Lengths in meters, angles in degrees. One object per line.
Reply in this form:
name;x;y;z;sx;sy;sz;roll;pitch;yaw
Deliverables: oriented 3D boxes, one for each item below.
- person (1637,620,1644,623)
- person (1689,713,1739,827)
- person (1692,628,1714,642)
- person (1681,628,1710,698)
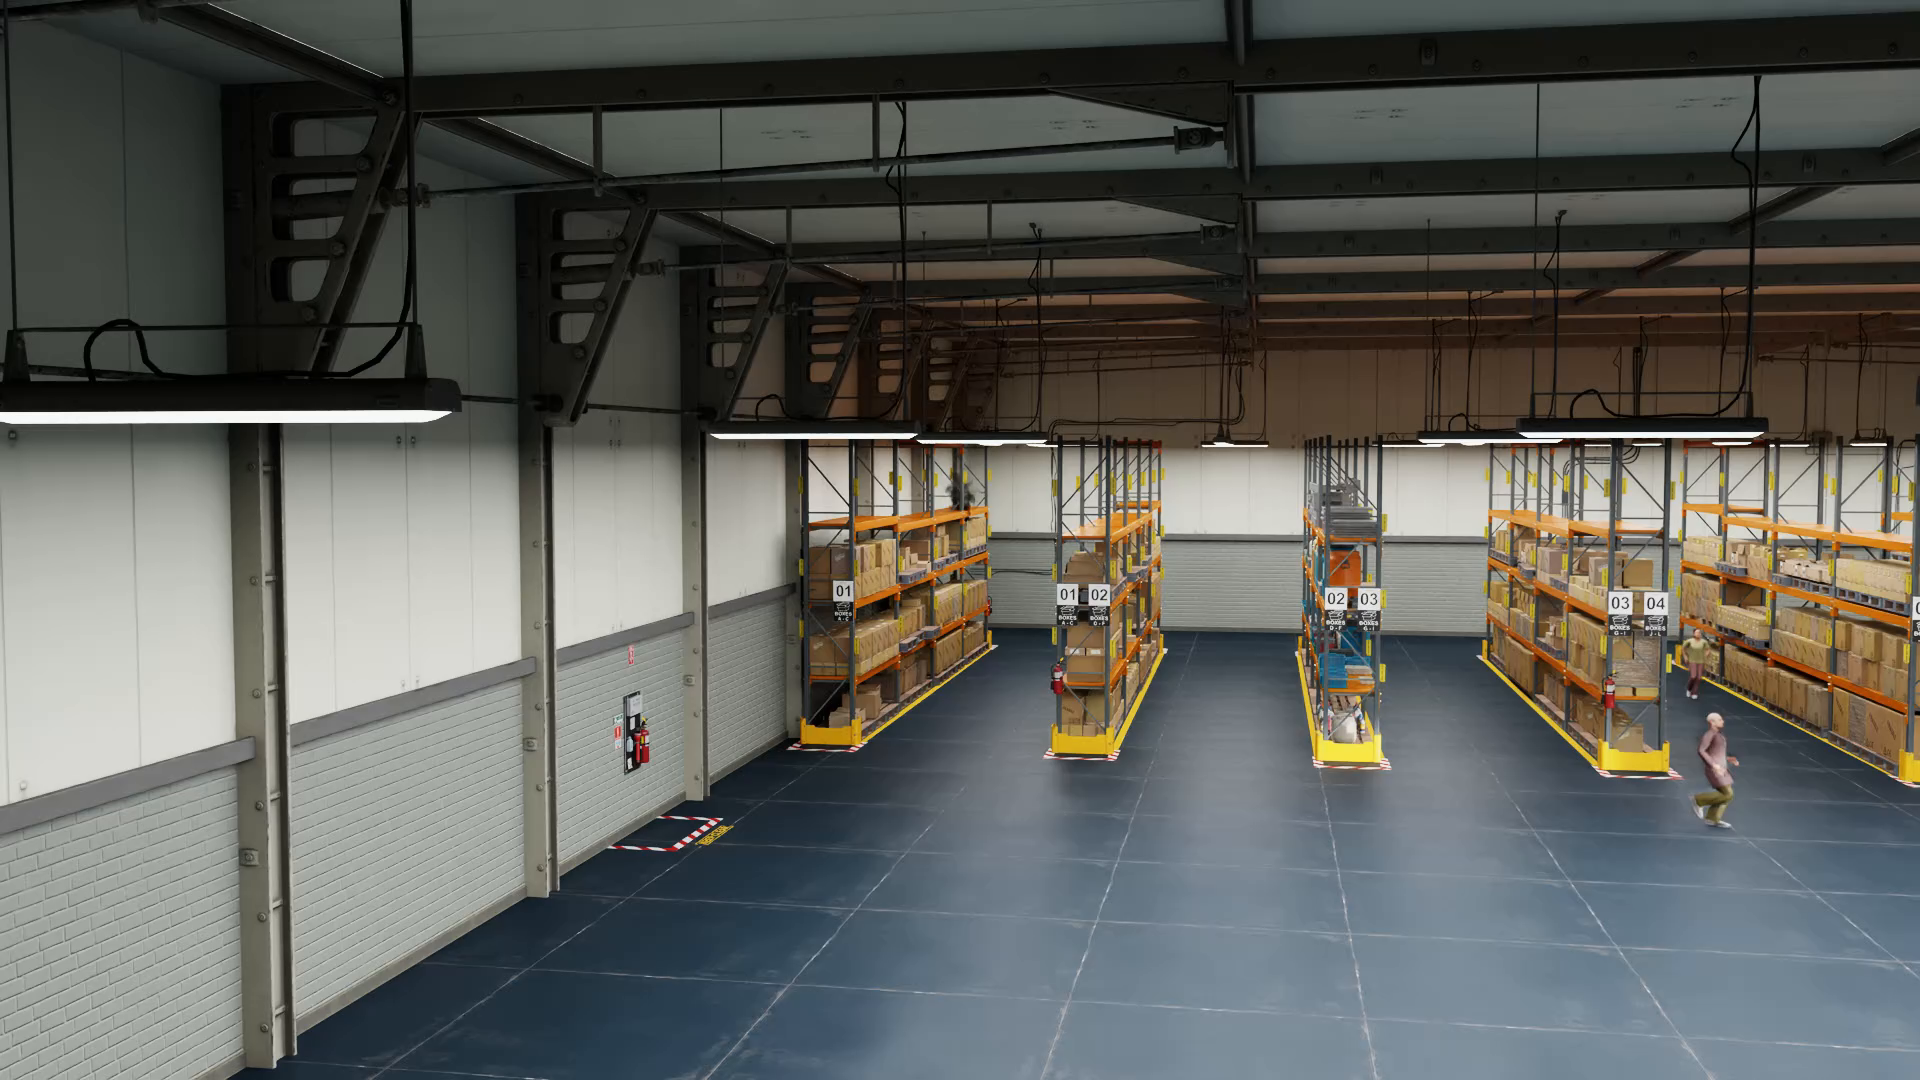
person;18.085;2.420;44.854;0.778;1.793;0.793;3;4;41
person;11.469;3.492;25.286;0.637;1.733;0.710;2;4;37
person;20.362;2.347;45.780;0.722;1.728;0.966;-2;4;-35
person;16.919;2.833;38.178;0.587;1.641;0.564;0;3;9
